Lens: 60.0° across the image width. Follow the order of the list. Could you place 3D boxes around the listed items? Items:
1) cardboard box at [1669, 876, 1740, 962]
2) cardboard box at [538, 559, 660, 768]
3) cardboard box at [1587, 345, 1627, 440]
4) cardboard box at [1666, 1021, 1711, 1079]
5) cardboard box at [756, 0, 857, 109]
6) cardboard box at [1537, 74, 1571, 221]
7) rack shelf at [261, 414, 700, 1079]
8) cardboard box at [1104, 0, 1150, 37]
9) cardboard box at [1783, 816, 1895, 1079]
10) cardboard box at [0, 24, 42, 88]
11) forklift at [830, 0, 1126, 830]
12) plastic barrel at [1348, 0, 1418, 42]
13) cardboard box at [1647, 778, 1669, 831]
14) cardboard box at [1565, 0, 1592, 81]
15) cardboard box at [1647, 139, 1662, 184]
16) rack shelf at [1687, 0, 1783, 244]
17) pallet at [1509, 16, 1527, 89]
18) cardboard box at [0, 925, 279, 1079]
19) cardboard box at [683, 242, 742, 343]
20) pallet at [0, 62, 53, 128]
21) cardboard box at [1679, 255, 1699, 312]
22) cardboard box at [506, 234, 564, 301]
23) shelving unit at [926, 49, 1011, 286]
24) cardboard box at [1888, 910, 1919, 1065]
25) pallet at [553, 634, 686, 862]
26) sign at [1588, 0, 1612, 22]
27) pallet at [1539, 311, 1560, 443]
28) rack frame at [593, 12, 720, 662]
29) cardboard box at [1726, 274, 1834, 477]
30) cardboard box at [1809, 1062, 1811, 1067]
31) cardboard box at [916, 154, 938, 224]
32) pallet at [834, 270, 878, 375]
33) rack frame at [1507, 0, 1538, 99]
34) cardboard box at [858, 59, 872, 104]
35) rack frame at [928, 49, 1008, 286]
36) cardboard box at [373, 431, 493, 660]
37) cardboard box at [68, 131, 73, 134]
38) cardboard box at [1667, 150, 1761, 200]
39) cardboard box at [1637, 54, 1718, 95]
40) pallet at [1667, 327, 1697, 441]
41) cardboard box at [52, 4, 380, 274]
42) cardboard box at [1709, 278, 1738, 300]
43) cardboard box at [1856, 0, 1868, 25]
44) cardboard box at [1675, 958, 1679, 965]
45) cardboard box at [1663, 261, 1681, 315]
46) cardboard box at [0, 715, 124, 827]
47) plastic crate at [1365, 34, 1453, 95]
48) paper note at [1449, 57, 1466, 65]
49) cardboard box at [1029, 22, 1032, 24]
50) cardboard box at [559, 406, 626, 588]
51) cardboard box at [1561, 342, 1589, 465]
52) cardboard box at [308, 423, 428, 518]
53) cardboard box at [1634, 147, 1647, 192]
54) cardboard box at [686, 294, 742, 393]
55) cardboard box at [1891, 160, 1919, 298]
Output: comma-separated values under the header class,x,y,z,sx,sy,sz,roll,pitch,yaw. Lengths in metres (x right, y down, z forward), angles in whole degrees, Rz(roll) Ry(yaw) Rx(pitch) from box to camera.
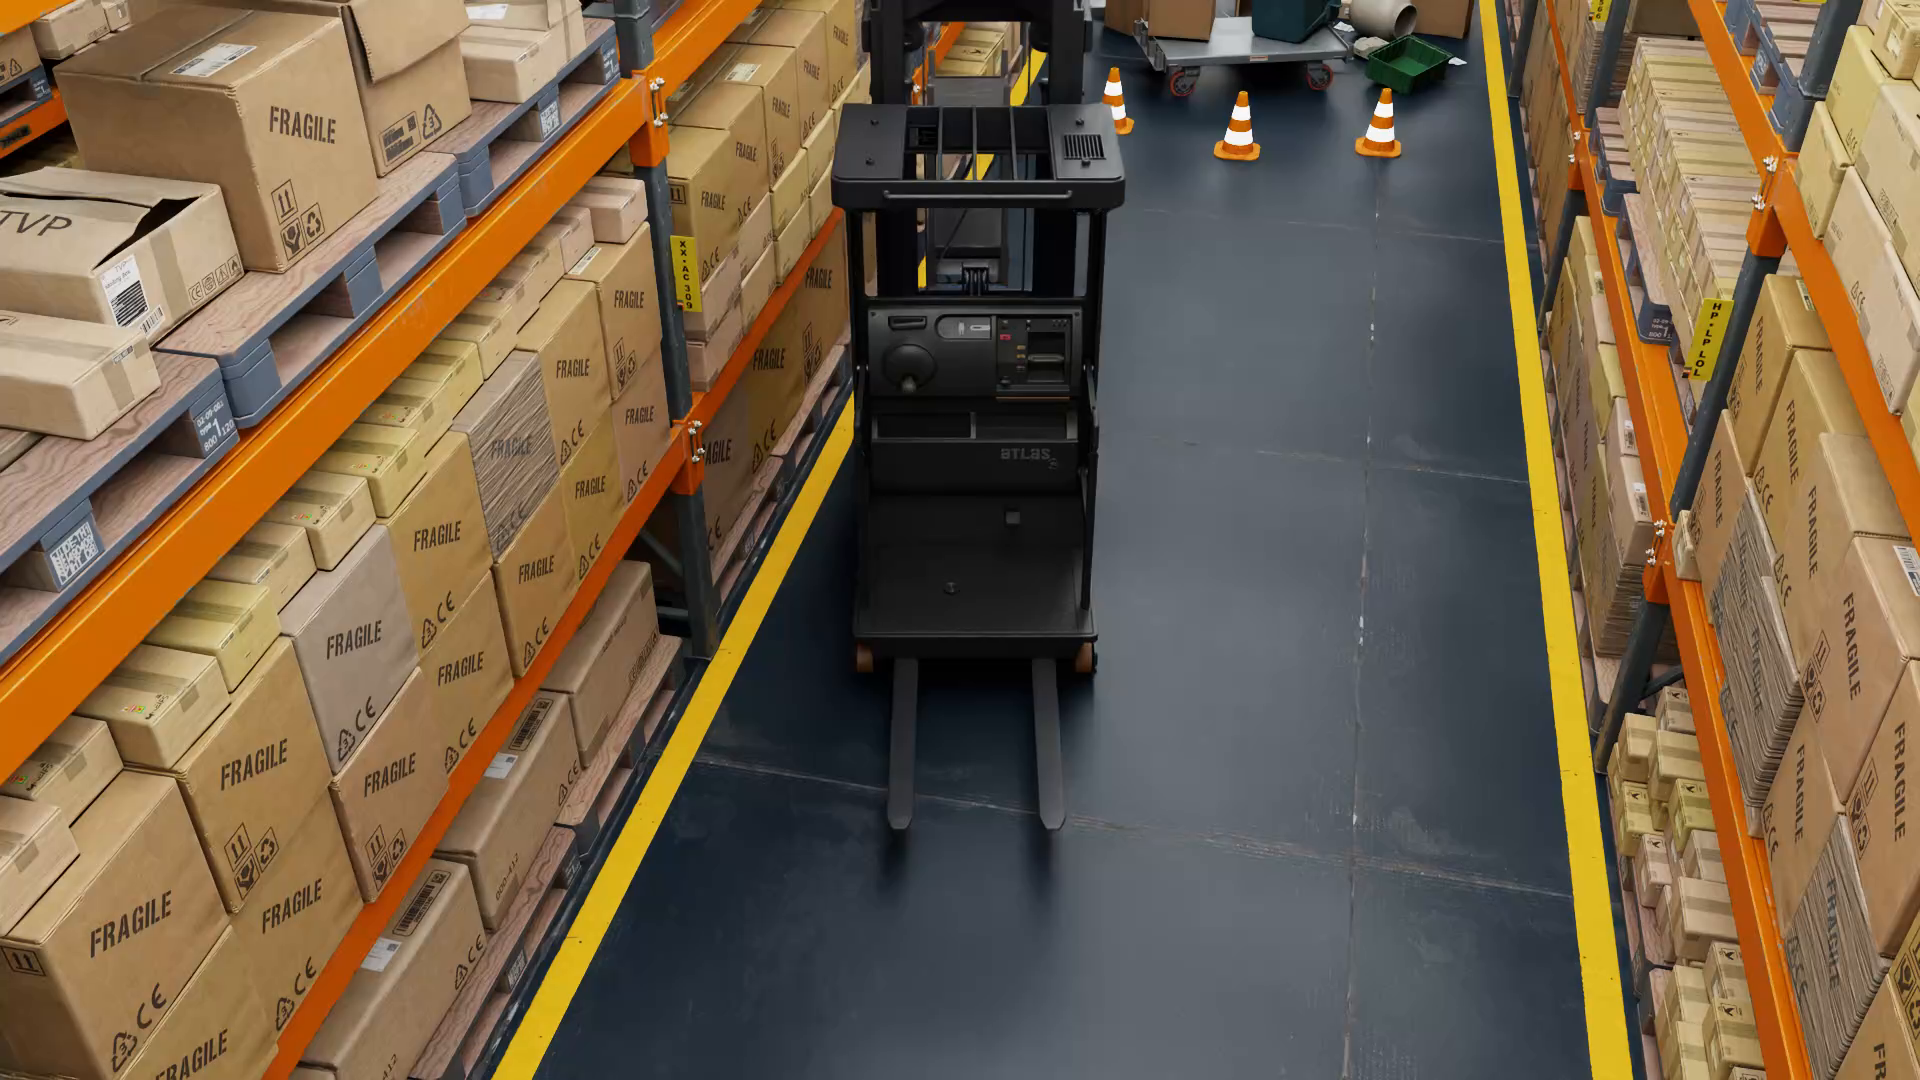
class,x,y,z,sx,sy,sz,roll,pitch,yaw
cardboard box,2.659,1.324,5.702,0.380,0.149,0.250,8,37,11
cardboard box,-1.871,0.470,7.140,0.875,0.438,0.875,7,36,9
cardboard box,3.359,-0.699,8.062,0.500,0.250,0.500,6,36,8
cardboard box,2.516,1.735,5.388,0.380,0.149,0.250,8,37,10
cardboard box,-0.847,-2.574,8.578,0.500,0.500,0.500,7,37,10
cardboard box,4.481,-2.573,11.073,1.050,0.750,0.750,8,37,11
rack shelf,-2.060,0.694,5.619,1.077,0.370,4.000,7,37,10
cardboard box,1.635,-4.762,14.663,0.500,0.500,0.500,-24,42,-30
cardboard box,2.429,1.075,4.142,0.500,0.500,0.500,7,37,10
cardboard box,-5.796,-2.910,9.533,0.797,0.503,0.637,7,36,9
forklift,0.067,-0.753,7.062,1.130,2.935,3.031,0,36,0
plastic barrel,3.678,-4.567,14.461,0.421,0.421,0.512,-24,42,-30
cardboard box,2.869,1.007,6.393,0.380,0.149,0.250,8,37,10
cardboard box,4.021,-3.092,10.145,0.500,0.500,0.500,7,37,10
cardboard box,3.563,-1.814,8.070,0.380,0.149,0.250,7,37,10
rack shelf,3.652,-2.251,7.127,1.077,0.370,4.000,7,37,10
pallet,5.173,-4.064,13.948,1.003,0.211,1.213,7,37,10
cardboard box,-2.104,1.270,4.127,0.500,0.500,0.500,7,37,10
cardboard box,-1.263,-1.102,7.186,0.500,0.250,0.500,6,36,9
pallet,-6.039,-2.463,9.527,1.003,0.211,1.213,7,37,10
cardboard box,3.282,-1.073,7.047,0.380,0.149,0.250,6,36,8
cardboard box,-1.612,-0.956,5.793,0.380,0.149,0.250,7,37,10
shelving unit,0.041,-1.462,8.748,0.431,2.100,0.503,0,36,0
cardboard box,2.334,0.962,3.445,0.500,0.500,0.500,6,36,8
pallet,-1.871,0.812,7.220,1.003,0.211,1.213,7,37,10
sign,3.536,-3.011,9.131,0.100,0.325,0.005,7,37,10
pallet,3.911,-0.897,9.578,1.003,0.211,1.213,7,37,10
rack frame,-1.632,-0.743,6.990,1.000,3.000,0.127,7,37,10
cardboard box,2.891,-0.519,5.489,0.500,0.500,0.500,8,37,11
cardboard box,2.410,1.412,4.231,0.380,0.149,0.250,6,36,8
cardboard box,-0.648,-2.465,11.247,0.950,0.372,0.625,5,36,7
pallet,-1.020,-1.465,10.362,1.003,0.211,1.213,7,37,10
rack frame,4.934,-4.767,12.542,1.000,3.000,0.127,7,37,10
cardboard box,-0.739,-2.574,9.218,0.500,0.250,0.500,6,36,9
rack frame,0.041,-1.605,8.945,0.400,2.100,0.015,0,36,0
cardboard box,-1.794,-0.014,5.047,0.500,0.500,0.500,7,37,10
cardboard box,-5.514,-2.602,10.774,0.380,0.149,0.250,6,36,8
cardboard box,3.455,-1.646,7.585,0.380,0.149,0.250,7,36,9
cardboard box,3.737,-2.388,8.609,0.380,0.149,0.250,6,36,9
pallet,3.530,-0.523,6.849,1.003,0.211,1.213,7,37,10
cardboard box,-1.910,-1.053,4.332,0.500,0.500,0.500,8,37,11
cardboard box,3.177,-0.899,6.554,0.380,0.149,0.250,6,36,9
cardboard box,3.413,-1.809,5.462,0.700,0.500,0.500,7,37,10
cardboard box,2.746,1.584,5.850,0.380,0.149,0.250,6,36,8
cardboard box,3.334,-1.097,7.334,0.380,0.149,0.250,6,36,8
cardboard box,-2.154,0.514,3.765,0.380,0.149,0.250,8,37,11
plastic crate,3.691,-3.916,13.714,0.450,0.188,0.662,36,48,26
paper note,4.193,-4.064,14.101,0.147,0.020,0.142,-17,39,-22
cardboard box,0.466,-4.691,14.422,0.500,0.250,0.500,6,36,8
cardboard box,-1.586,-0.190,6.142,0.500,0.500,0.500,6,36,9
cardboard box,3.470,-0.675,8.668,0.500,0.500,0.500,6,36,9
cardboard box,-1.768,-0.211,4.765,0.380,0.149,0.250,6,36,9
cardboard box,3.616,-1.848,8.370,0.380,0.149,0.250,9,37,12
cardboard box,-1.280,-0.902,7.336,0.500,0.250,0.500,6,36,9
cardboard box,2.656,-0.720,4.103,0.500,0.250,0.500,8,37,11
